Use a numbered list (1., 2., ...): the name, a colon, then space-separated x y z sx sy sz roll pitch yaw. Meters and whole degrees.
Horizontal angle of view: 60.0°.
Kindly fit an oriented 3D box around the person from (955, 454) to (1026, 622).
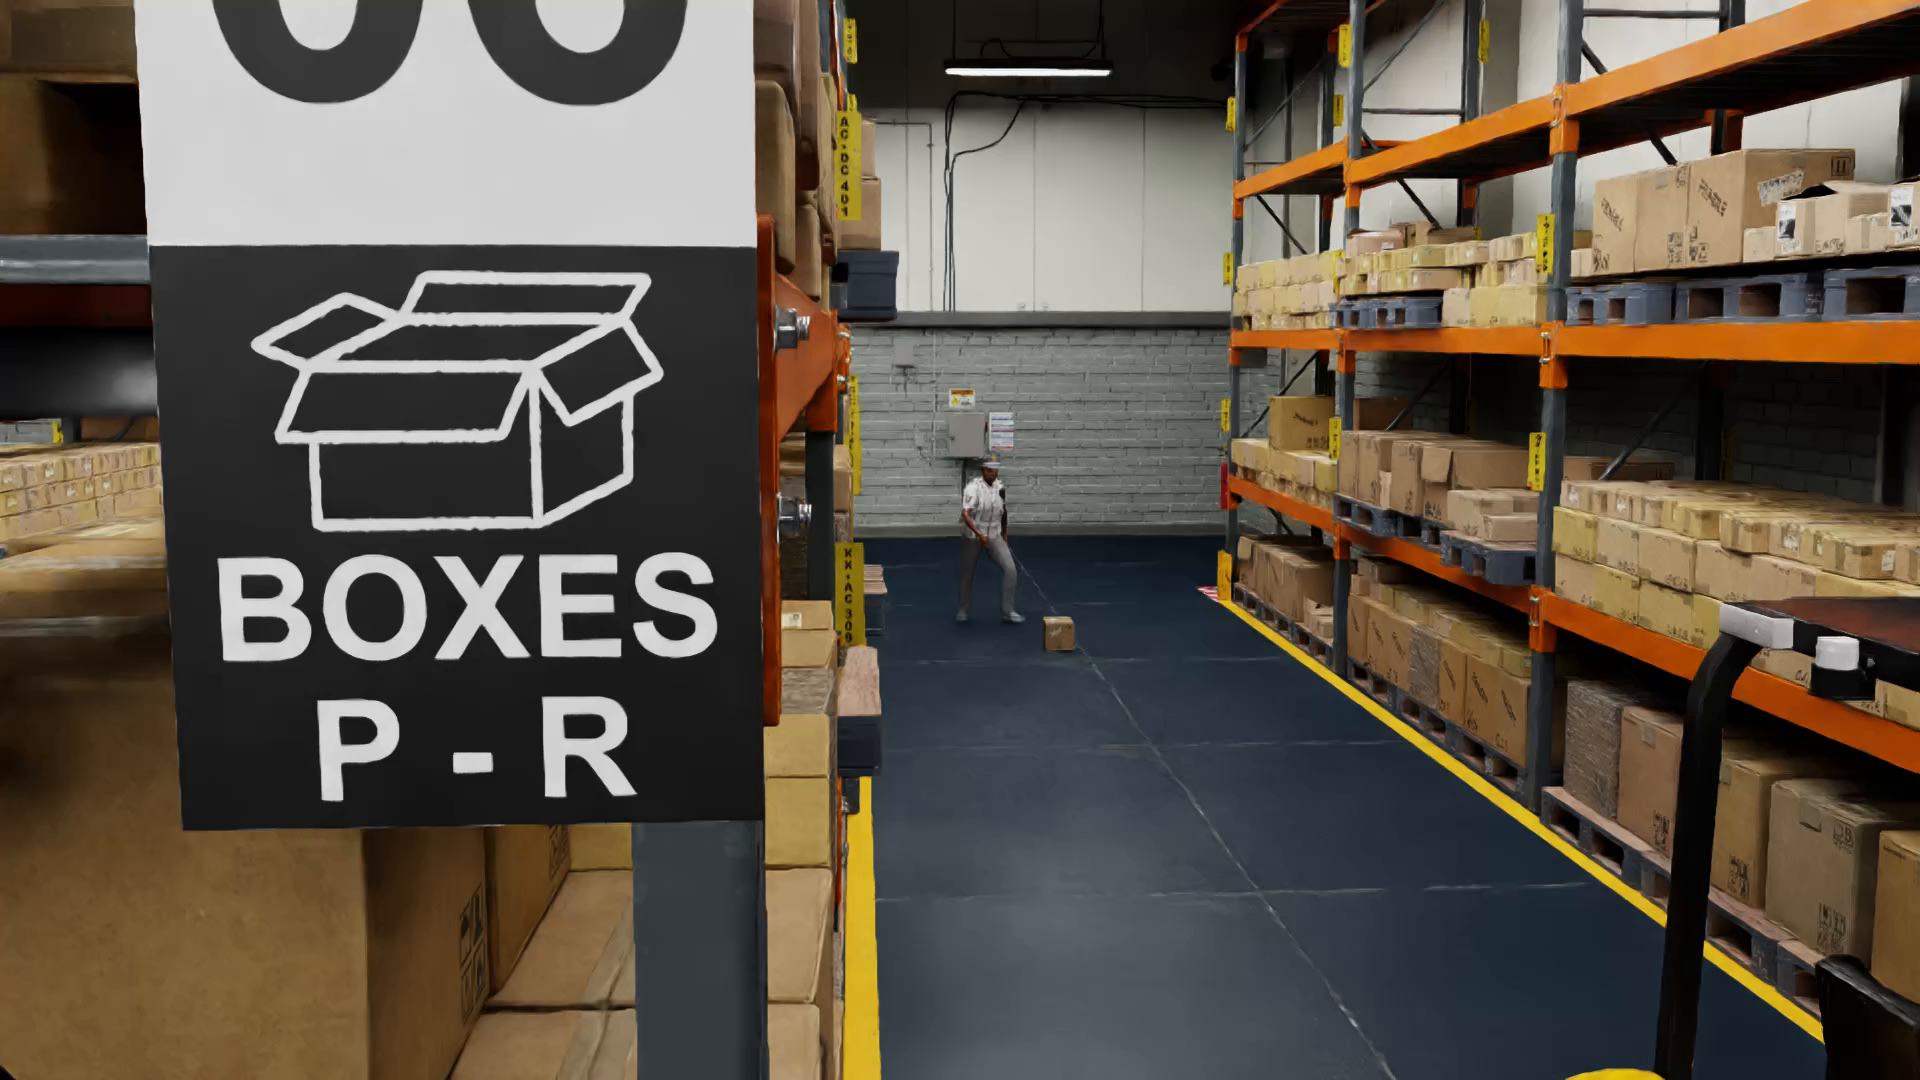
1. person: 0.249 -0.024 15.991 0.559 1.633 0.699 -3 8 -25
